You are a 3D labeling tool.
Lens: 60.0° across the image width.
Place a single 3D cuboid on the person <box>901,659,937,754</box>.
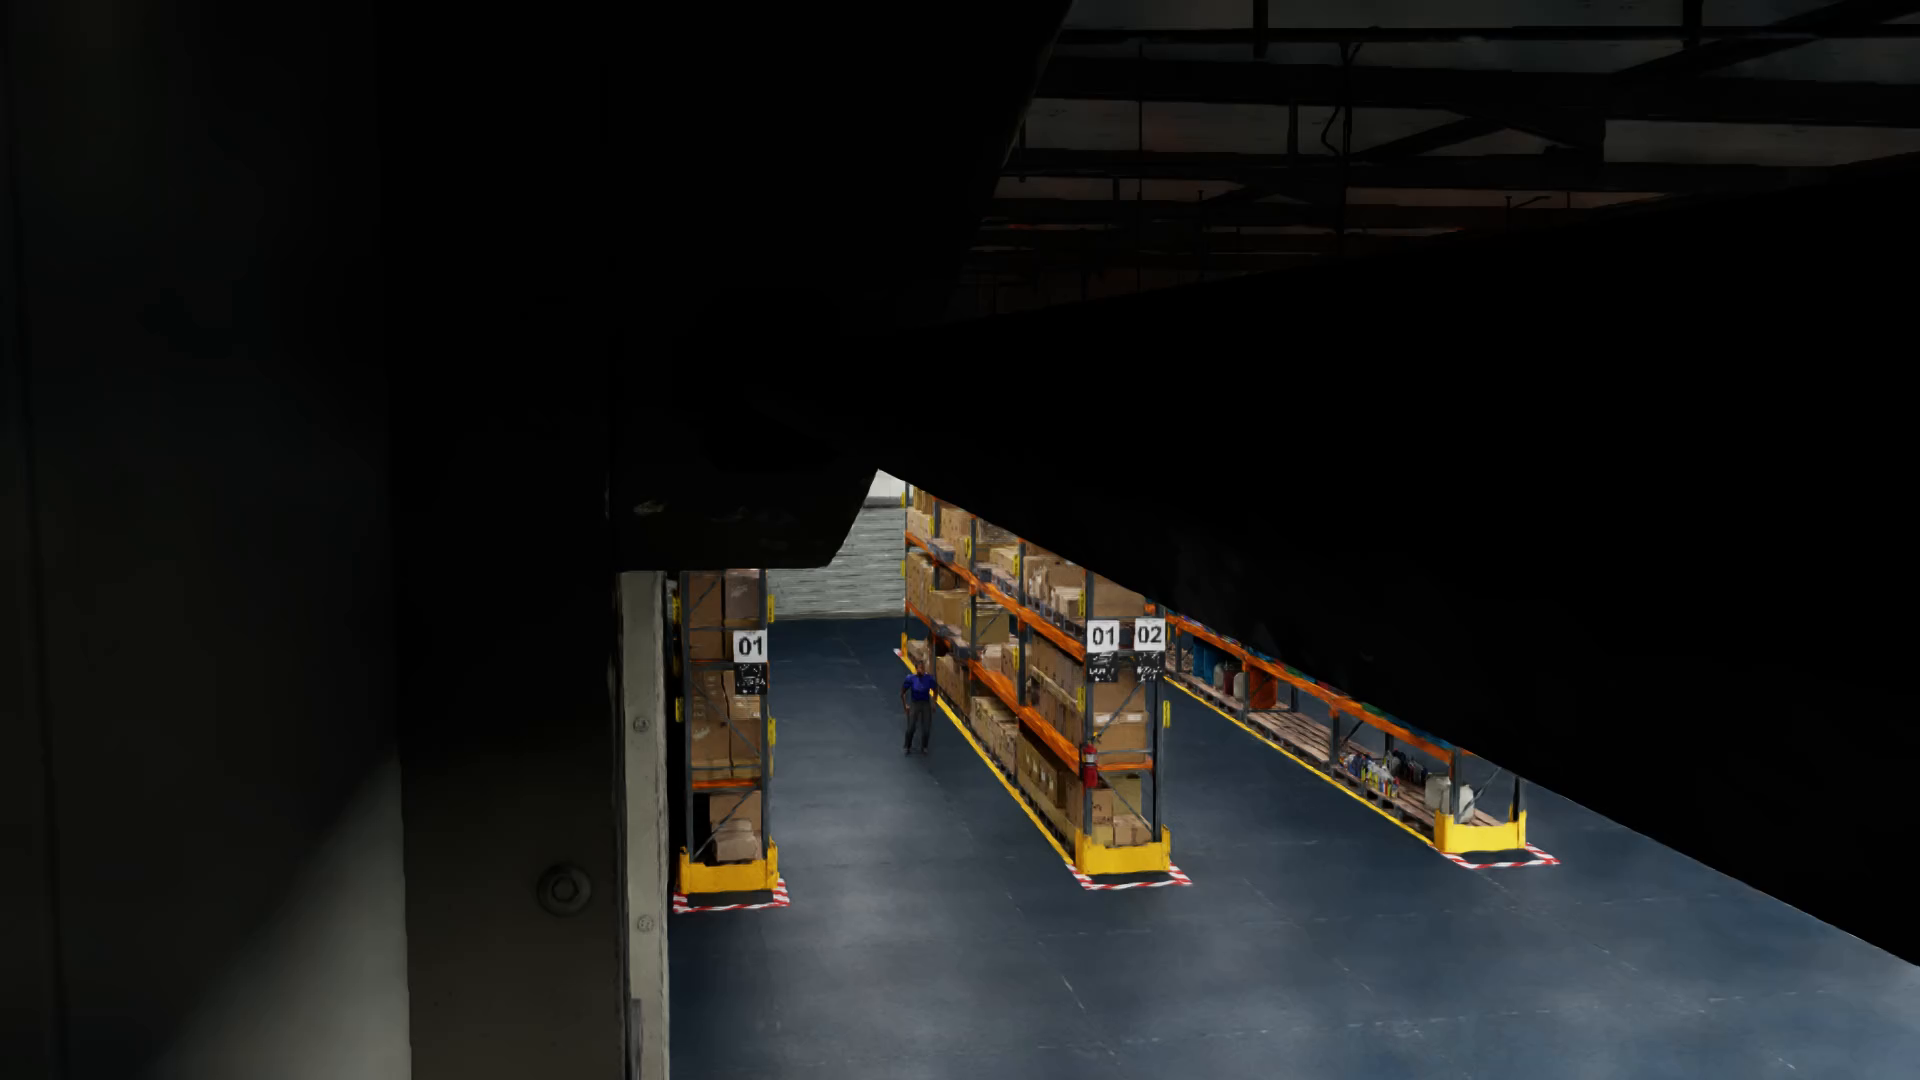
[{"bbox_3d":[-0.667,2.778,27.204,0.592,1.494,0.513,-1,6,-11],"label":"person"}]
